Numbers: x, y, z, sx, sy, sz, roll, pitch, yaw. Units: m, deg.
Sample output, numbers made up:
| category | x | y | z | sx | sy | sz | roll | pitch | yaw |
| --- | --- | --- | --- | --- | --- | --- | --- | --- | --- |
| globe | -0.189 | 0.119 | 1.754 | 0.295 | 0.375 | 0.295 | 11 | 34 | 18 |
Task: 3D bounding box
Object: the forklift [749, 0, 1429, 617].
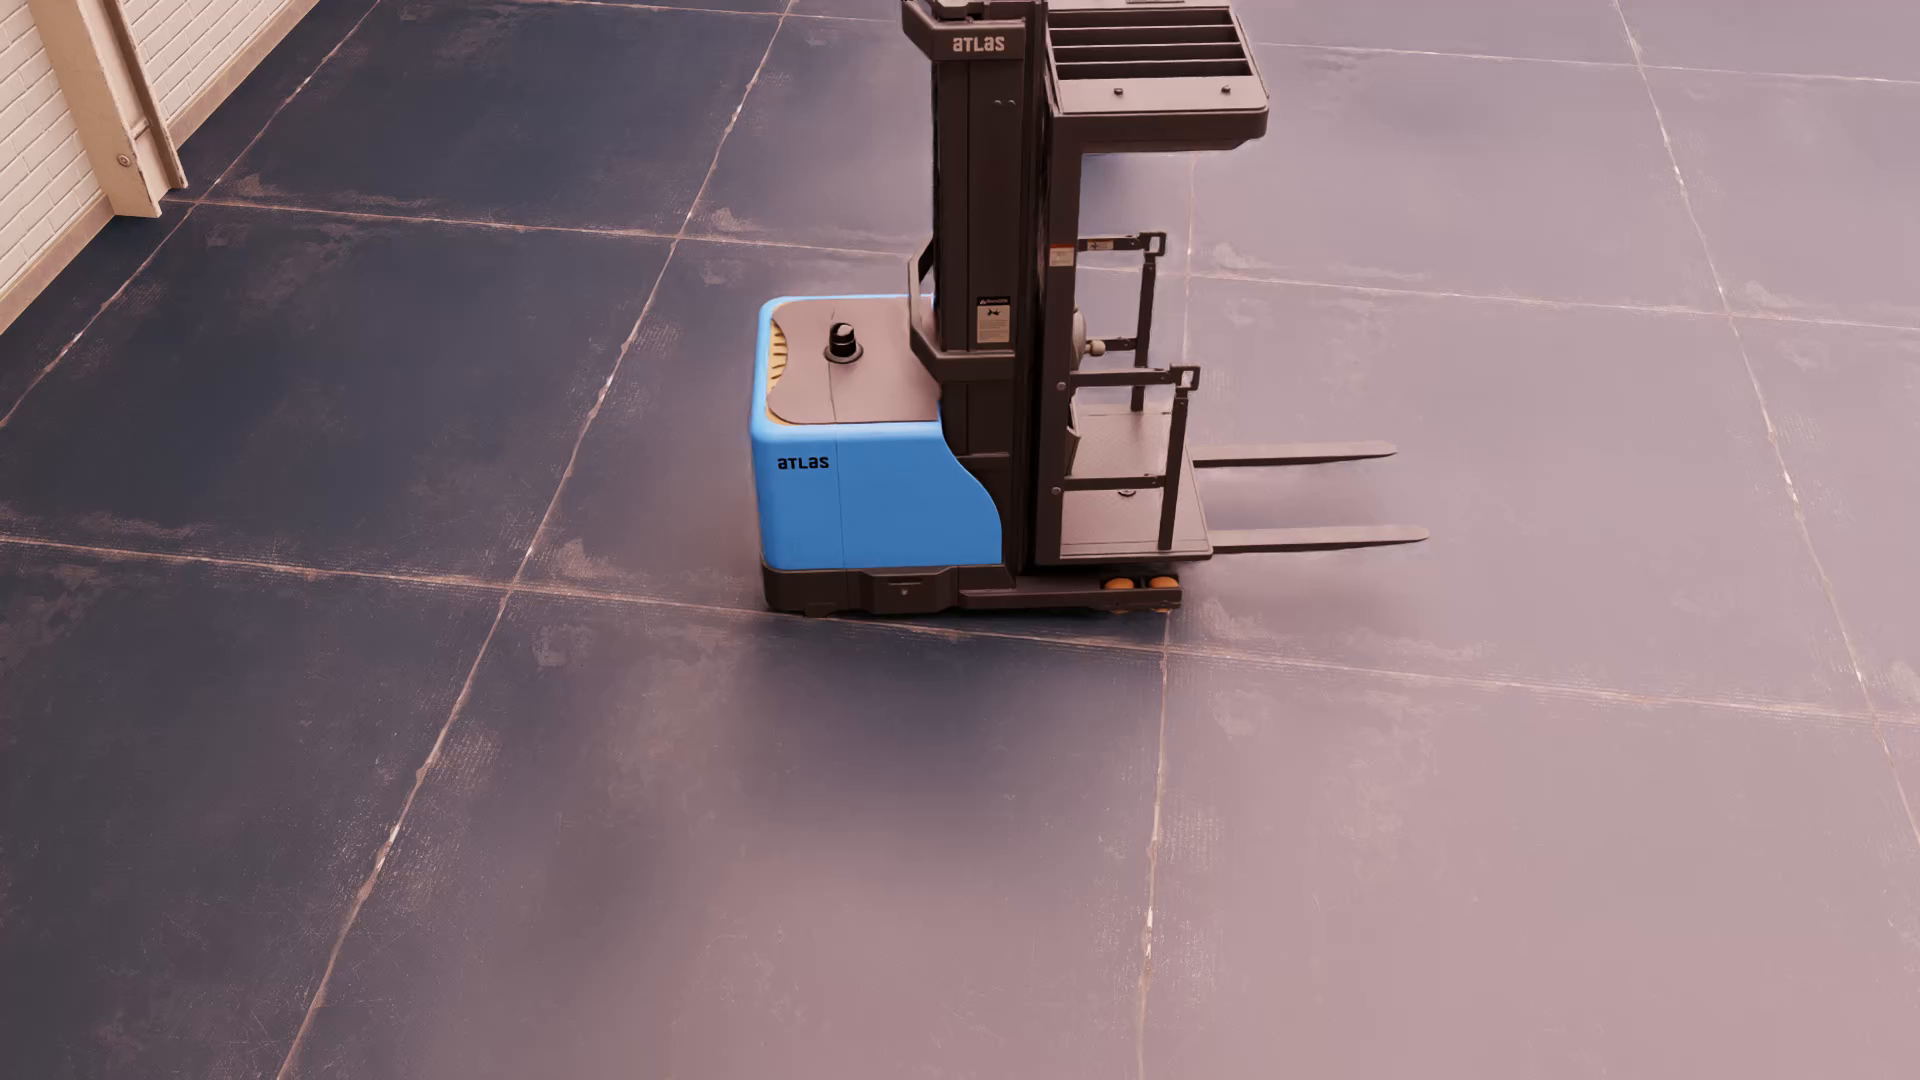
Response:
| category | x | y | z | sx | sy | sz | roll | pitch | yaw |
| --- | --- | --- | --- | --- | --- | --- | --- | --- | --- |
| forklift | 0.612 | -1.106 | 6.928 | 3.031 | 2.935 | 1.130 | -2 | 43 | -2 |
